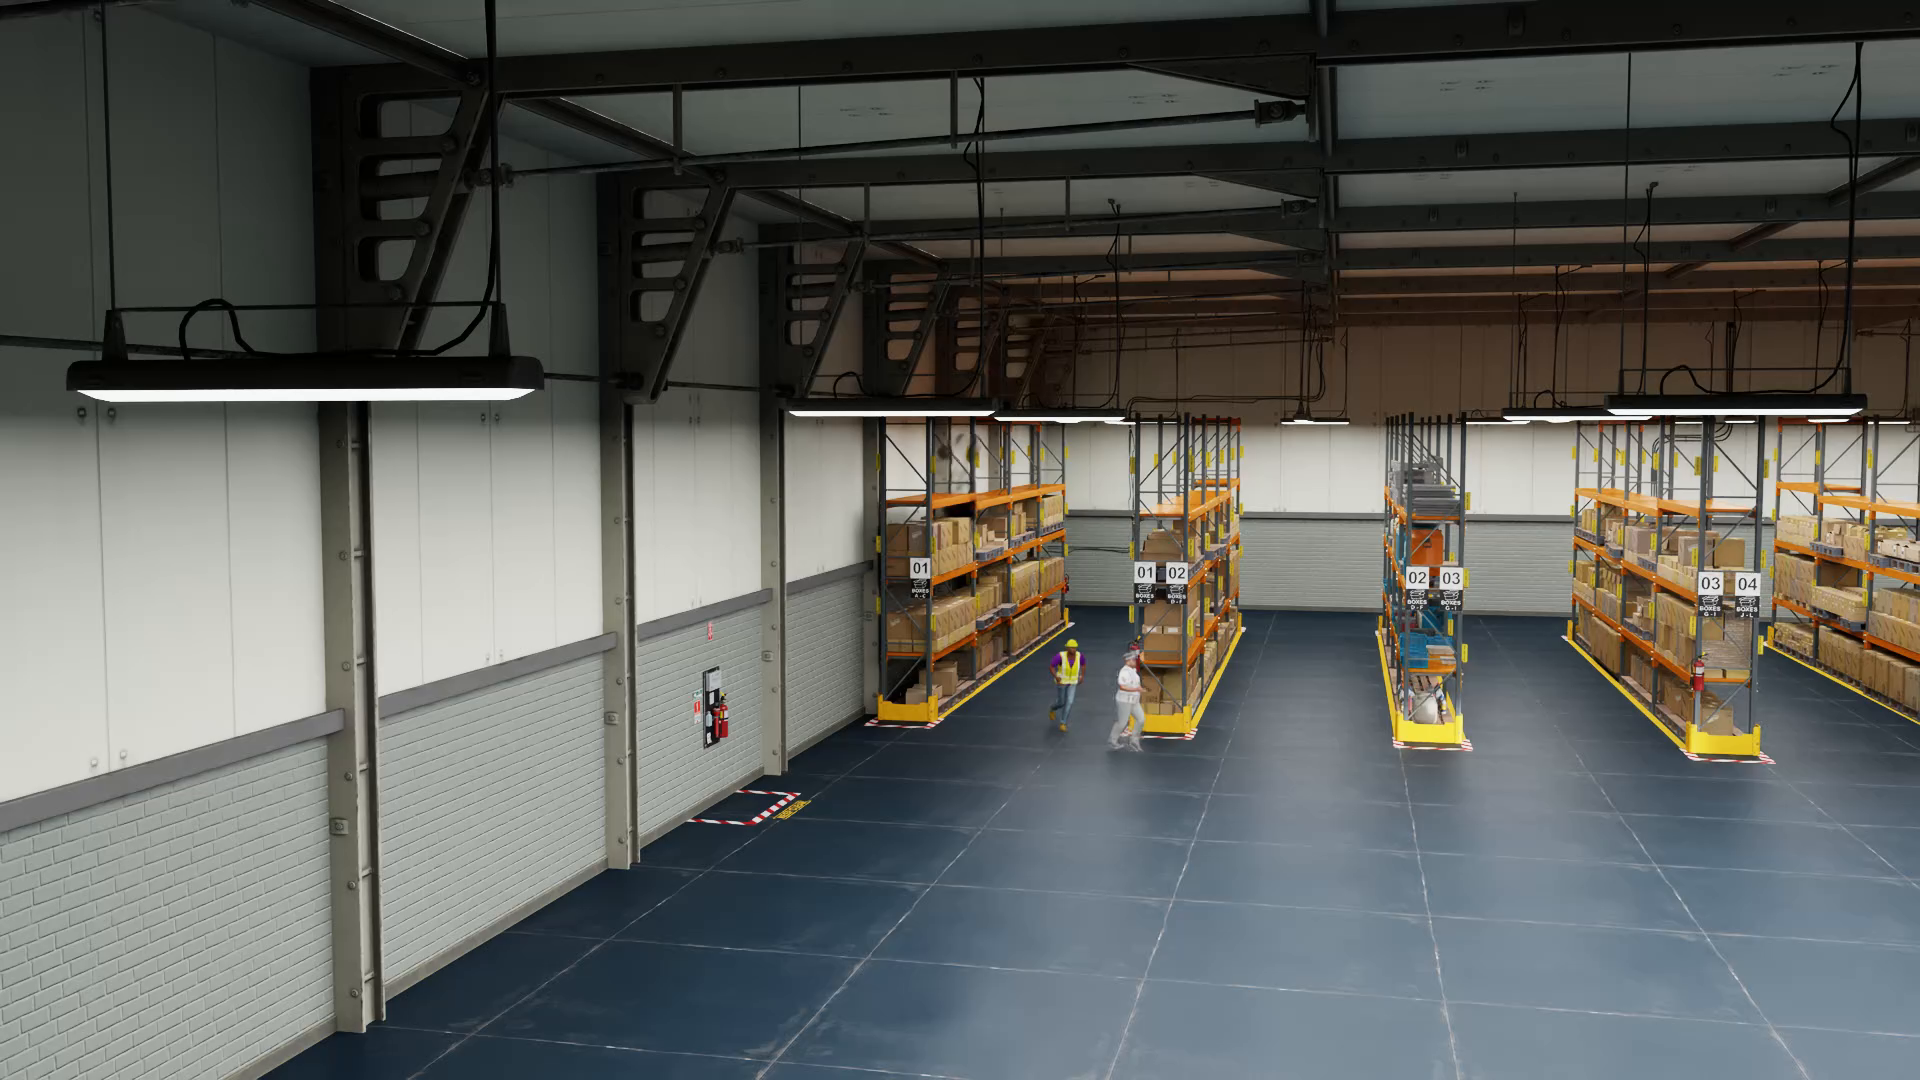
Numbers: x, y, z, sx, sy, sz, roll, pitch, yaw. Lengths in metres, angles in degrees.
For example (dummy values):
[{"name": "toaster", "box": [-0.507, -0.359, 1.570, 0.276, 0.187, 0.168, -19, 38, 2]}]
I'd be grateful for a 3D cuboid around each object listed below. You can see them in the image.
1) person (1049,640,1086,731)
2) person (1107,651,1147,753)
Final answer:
[{"name": "person", "box": [2.041, 2.732, 31.746, 0.737, 1.715, 0.882, -1, 4, -18]}, {"name": "person", "box": [2.969, 2.876, 29.299, 0.763, 1.851, 0.640, 3, 5, 33]}]
